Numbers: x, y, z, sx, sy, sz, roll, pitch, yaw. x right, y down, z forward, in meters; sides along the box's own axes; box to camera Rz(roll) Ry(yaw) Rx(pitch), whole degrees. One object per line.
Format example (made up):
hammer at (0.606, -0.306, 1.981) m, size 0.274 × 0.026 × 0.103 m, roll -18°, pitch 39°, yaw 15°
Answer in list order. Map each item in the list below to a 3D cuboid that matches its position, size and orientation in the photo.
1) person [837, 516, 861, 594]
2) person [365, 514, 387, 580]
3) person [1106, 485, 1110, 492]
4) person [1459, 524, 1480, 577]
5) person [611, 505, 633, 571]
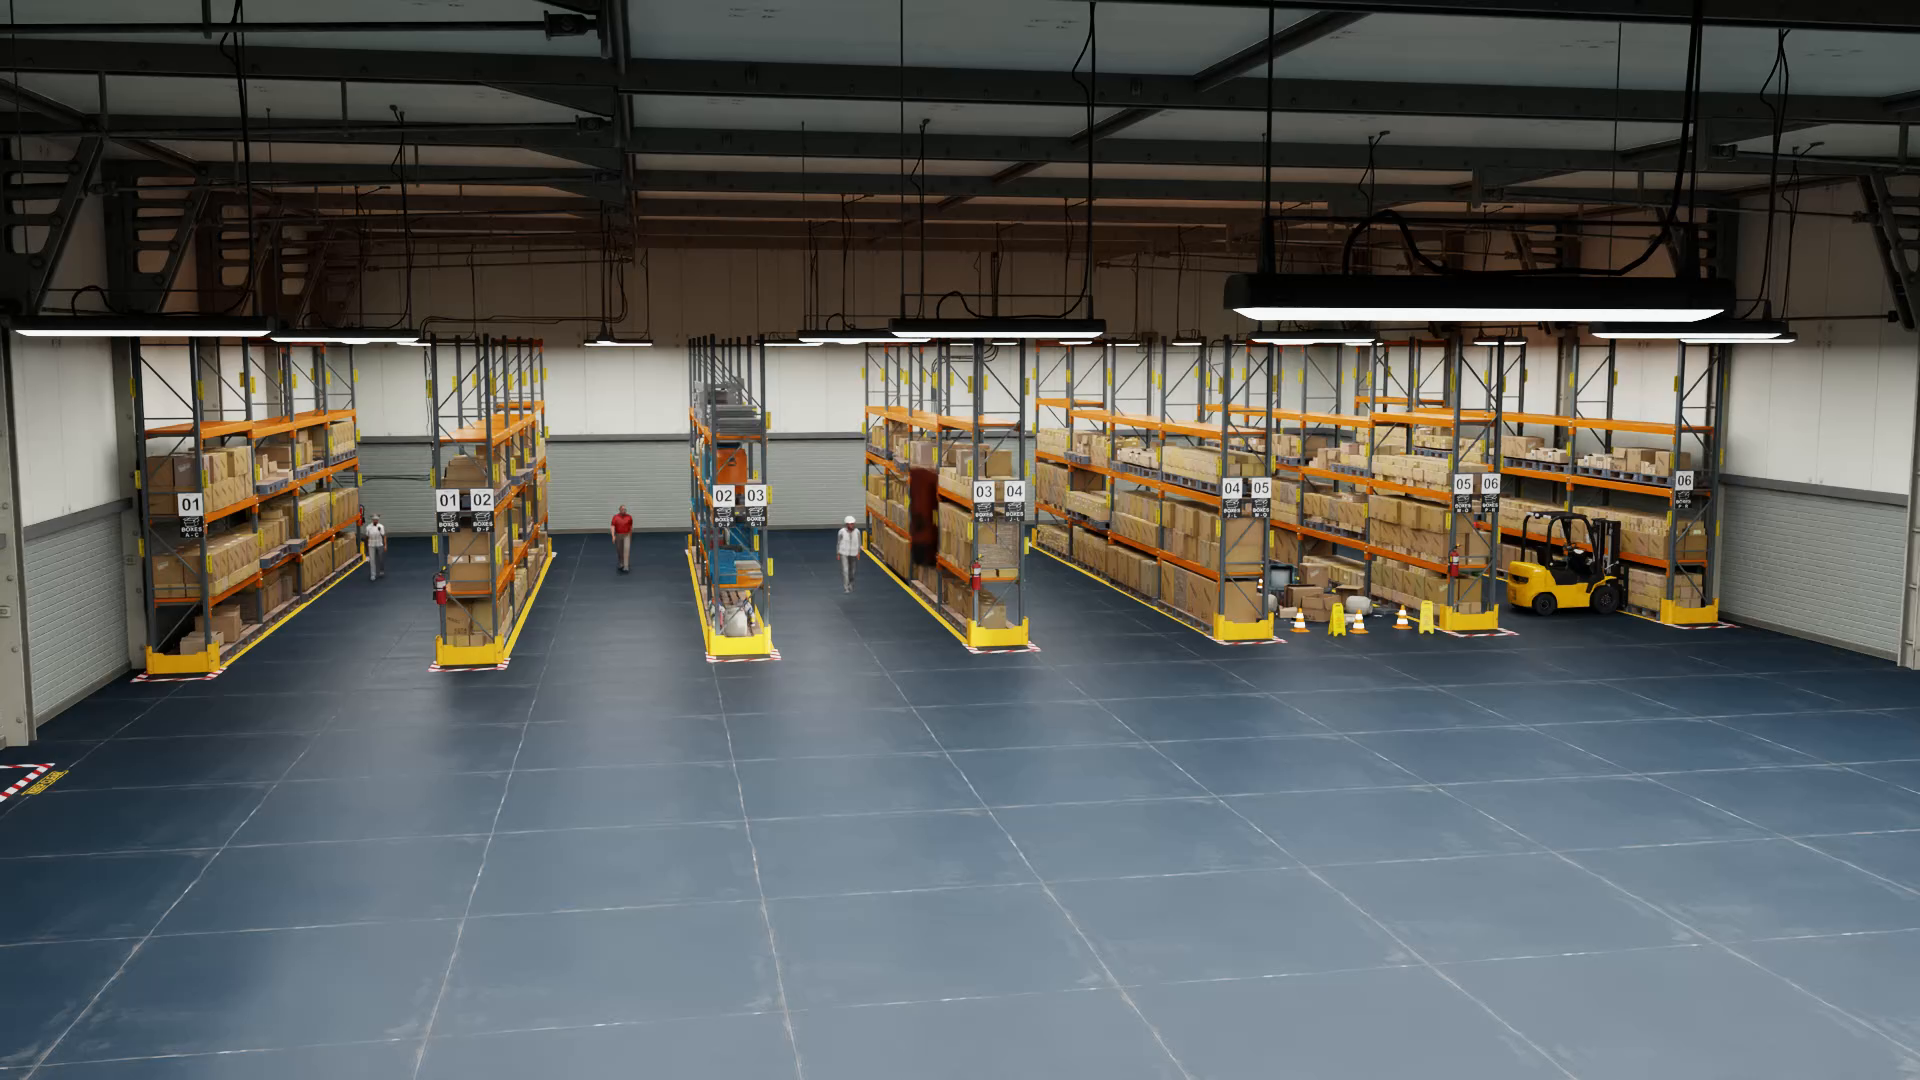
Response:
person at (-2.485, 0.324, 37.197) m, size 0.551 × 1.778 × 0.888 m, roll -2°, pitch 7°, yaw -14°
person at (-14.570, 0.148, 41.490) m, size 0.541 × 1.620 × 1.033 m, roll -2°, pitch 7°, yaw -13°
person at (4.390, -0.786, 49.474) m, size 0.631 × 1.746 × 0.573 m, roll 0°, pitch 7°, yaw 3°
person at (11.797, 0.476, 38.277) m, size 0.502 × 1.823 × 0.548 m, roll -2°, pitch 7°, yaw -17°
person at (-8.782, -0.080, 43.183) m, size 0.540 × 1.648 × 1.077 m, roll -1°, pitch 7°, yaw -8°
